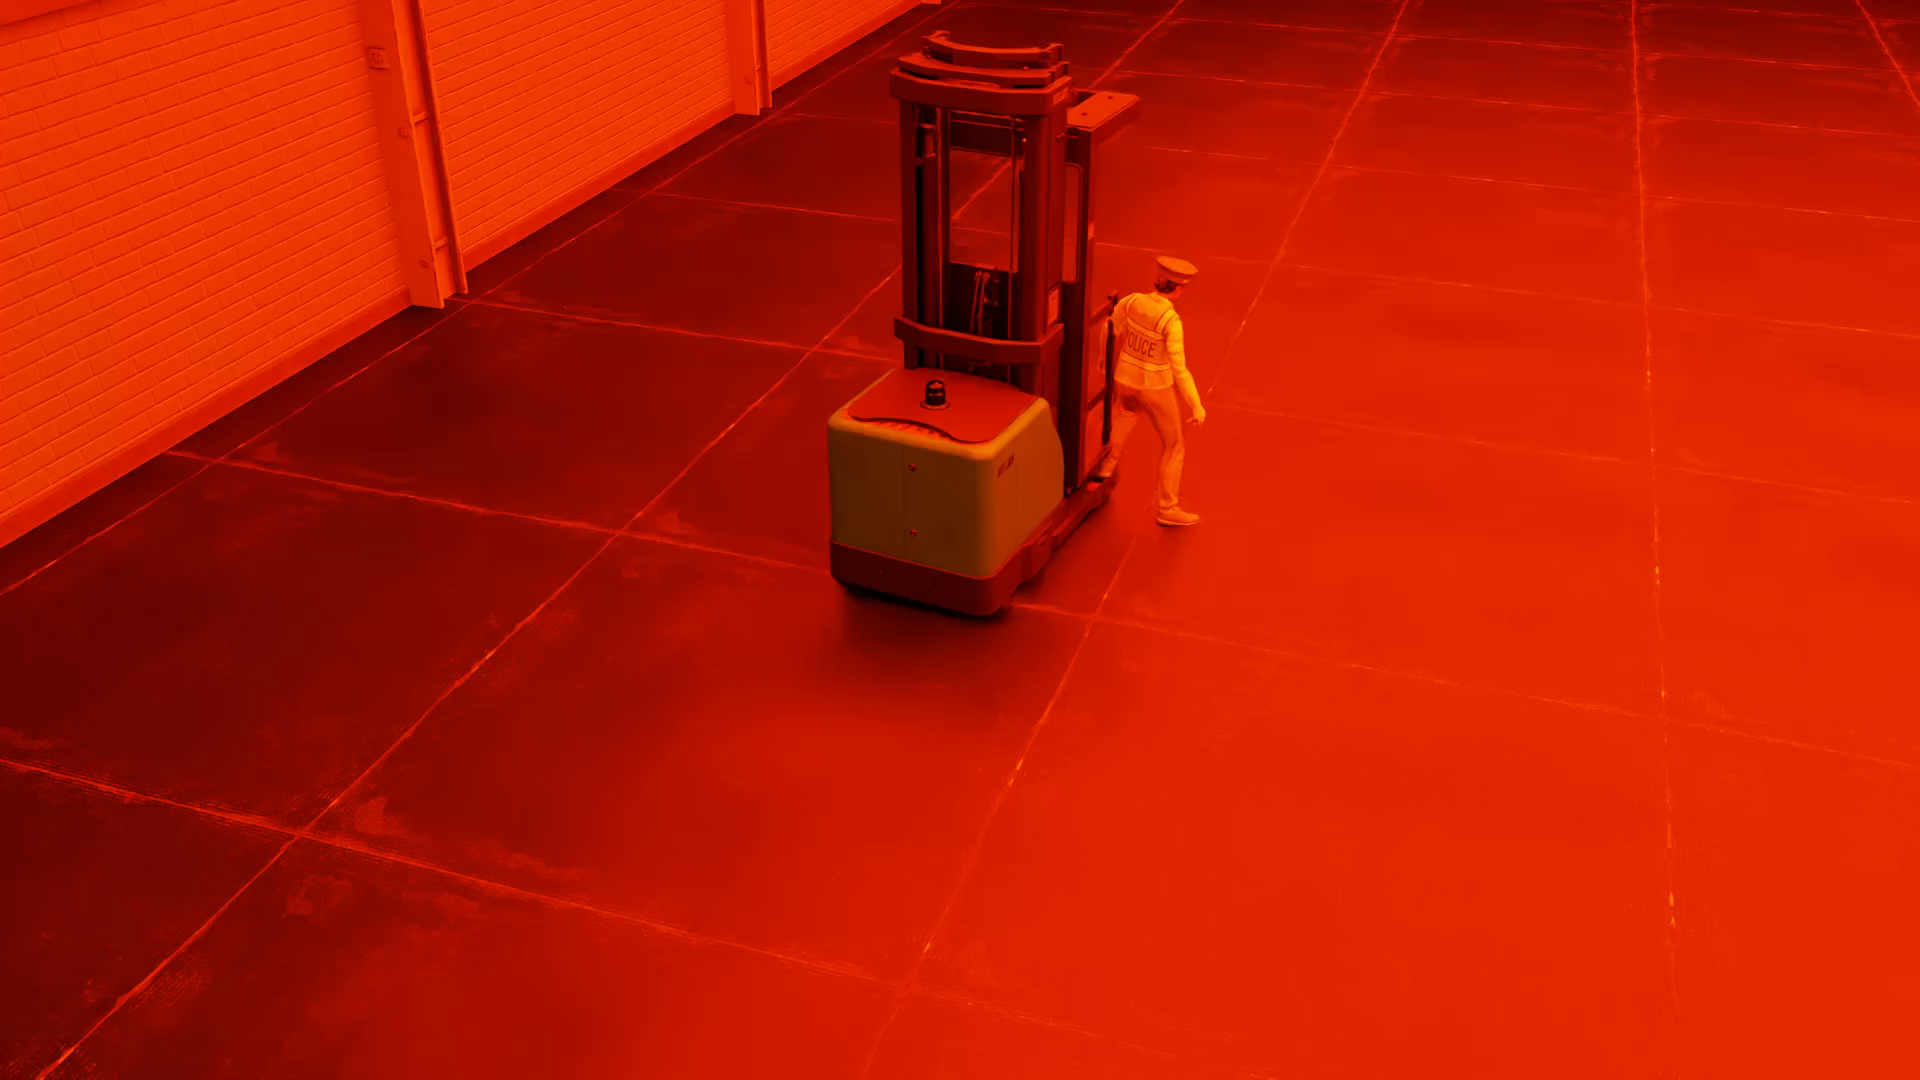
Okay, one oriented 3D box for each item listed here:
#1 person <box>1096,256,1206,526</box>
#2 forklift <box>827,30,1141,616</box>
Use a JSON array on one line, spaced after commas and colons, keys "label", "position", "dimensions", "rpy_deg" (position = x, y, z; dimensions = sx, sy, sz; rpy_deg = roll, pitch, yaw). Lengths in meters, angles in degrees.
[{"label": "person", "position": [1.169, -0.936, 10.131], "dimensions": [0.856, 1.636, 0.424], "rpy_deg": [26, 39, 38]}, {"label": "forklift", "position": [0.357, -1.560, 9.873], "dimensions": [1.130, 2.935, 3.031], "rpy_deg": [14, 32, 23]}]
